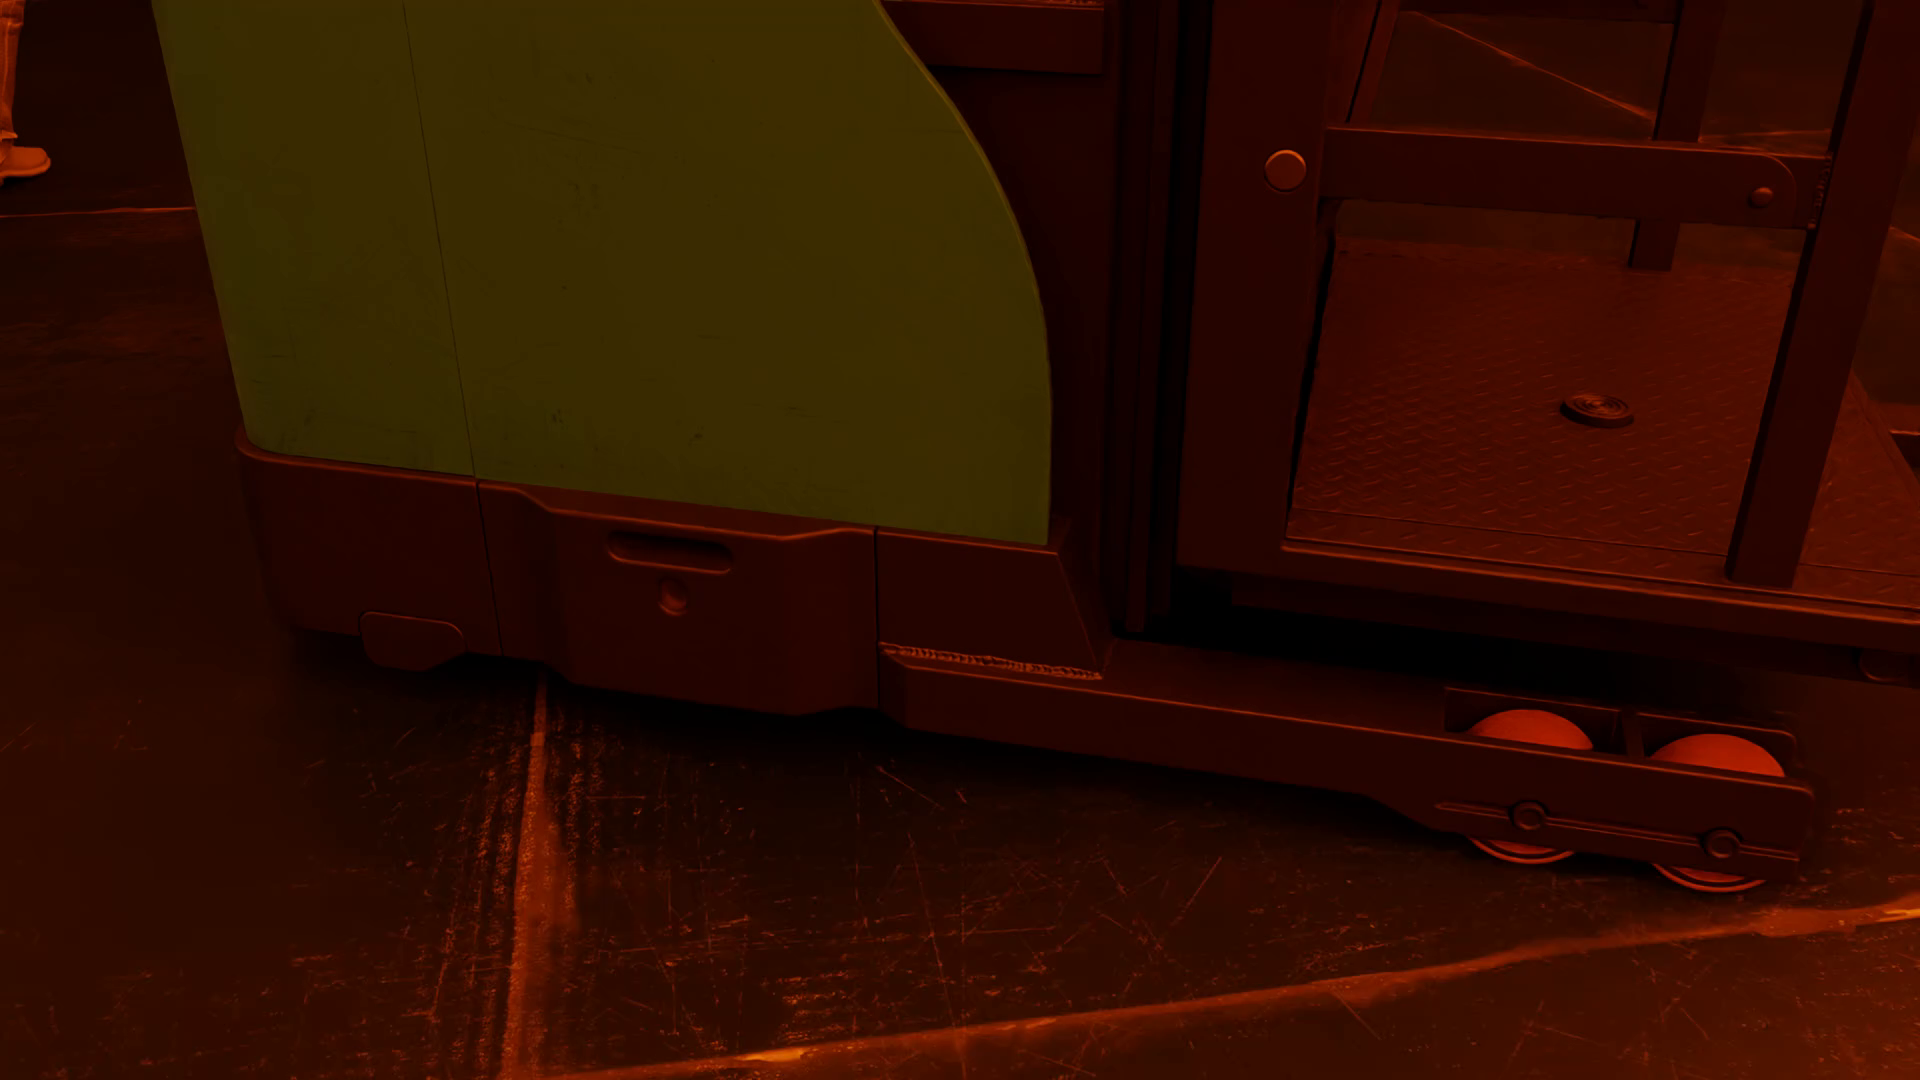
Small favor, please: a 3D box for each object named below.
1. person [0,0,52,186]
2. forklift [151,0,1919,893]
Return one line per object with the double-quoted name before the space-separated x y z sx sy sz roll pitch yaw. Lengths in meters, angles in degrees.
"person" -2.399 -1.610 3.773 0.835 1.651 0.782 3 28 6
"forklift" 0.660 -1.193 1.620 3.031 2.935 1.130 7 29 13
